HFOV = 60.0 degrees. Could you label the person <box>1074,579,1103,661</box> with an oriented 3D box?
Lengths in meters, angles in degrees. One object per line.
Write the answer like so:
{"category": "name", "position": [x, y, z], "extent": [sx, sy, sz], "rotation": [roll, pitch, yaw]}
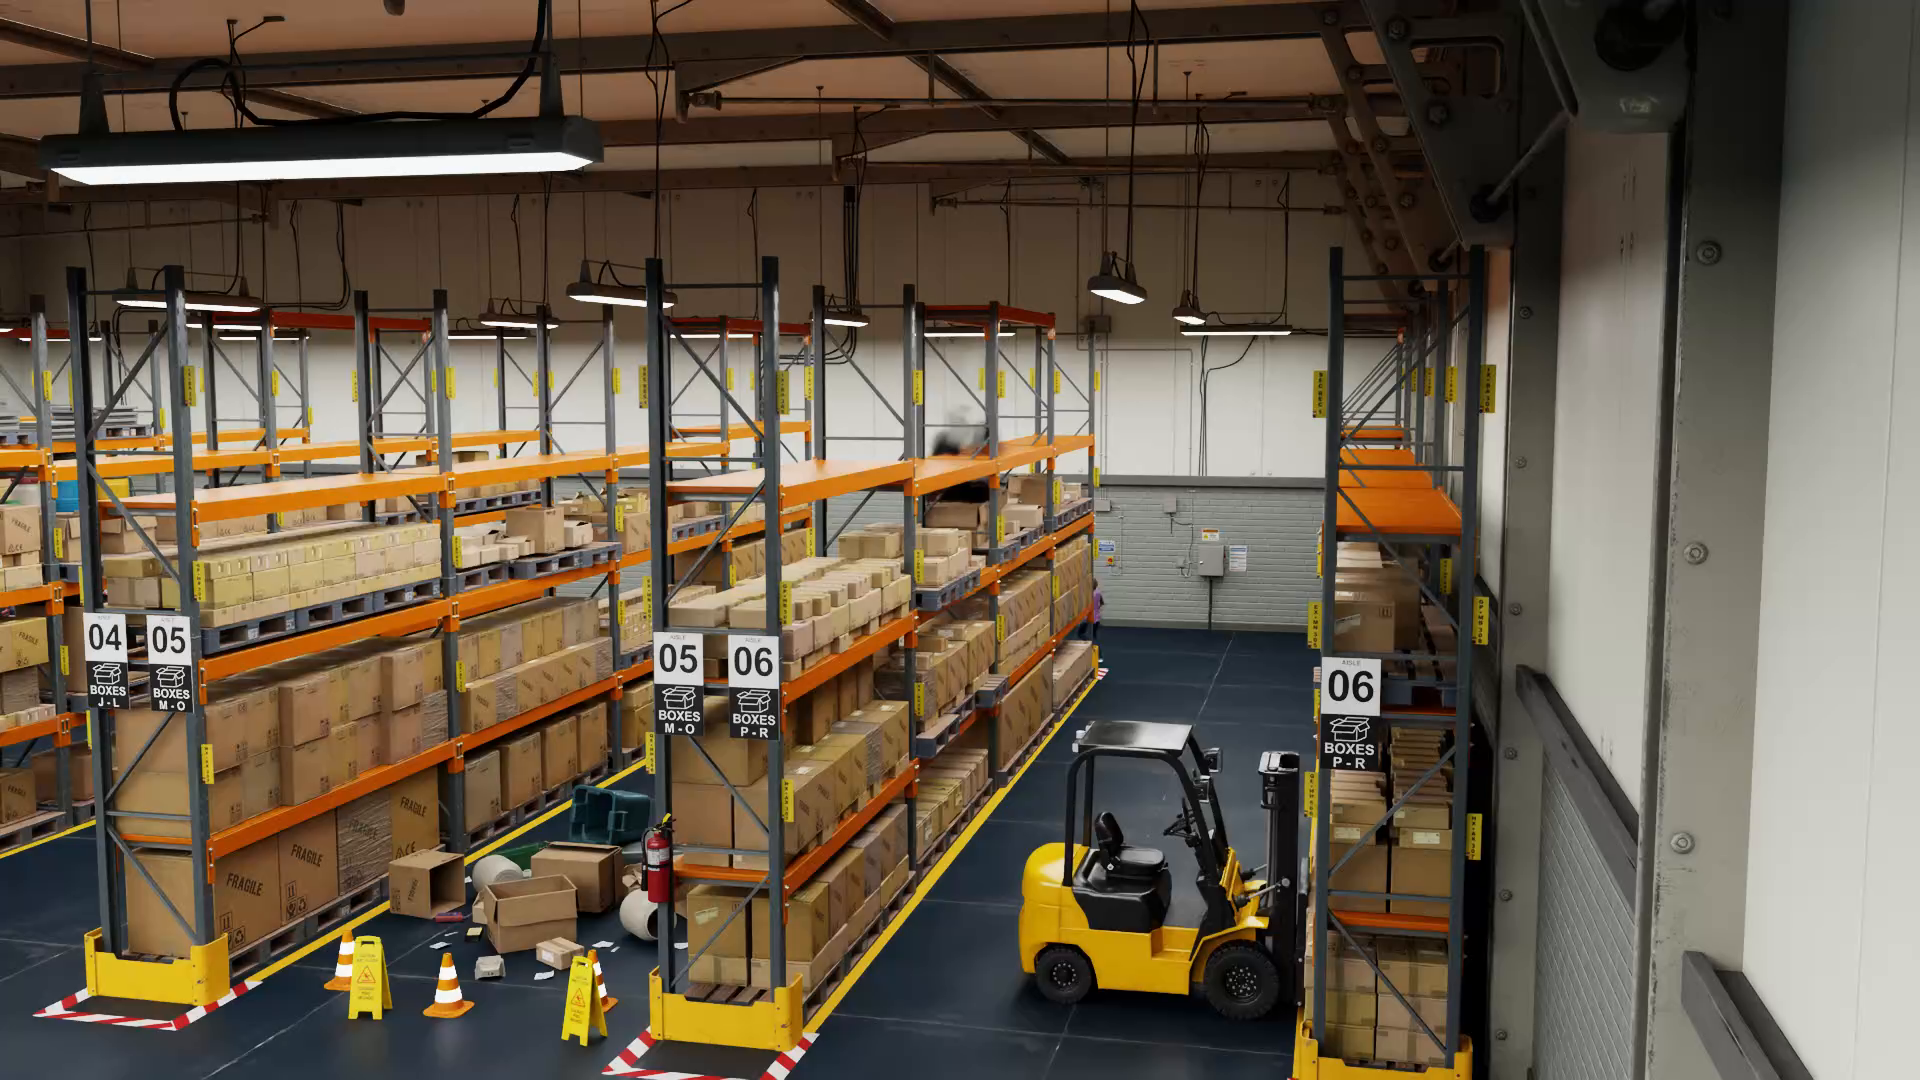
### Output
{"category": "person", "position": [2.238, 1.417, 29.530], "extent": [0.590, 1.583, 0.572], "rotation": [-4, 7, -37]}
